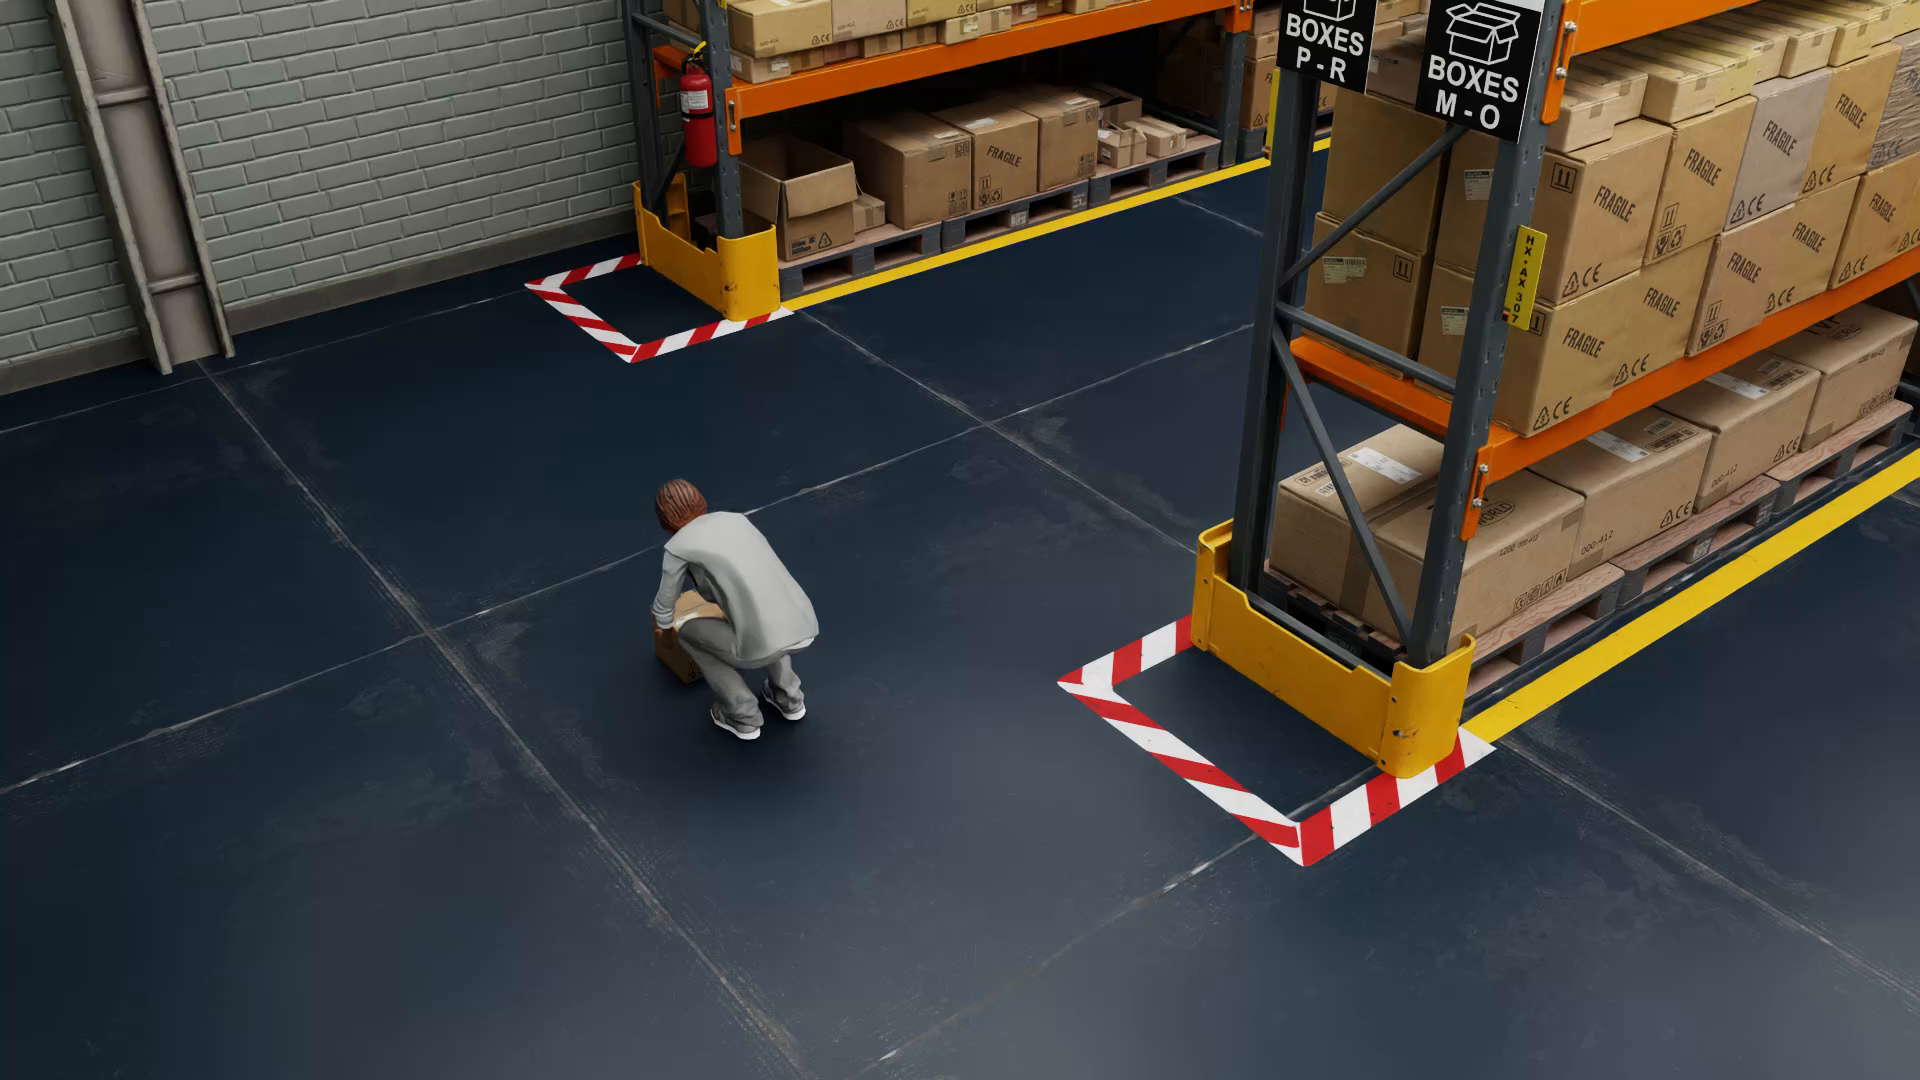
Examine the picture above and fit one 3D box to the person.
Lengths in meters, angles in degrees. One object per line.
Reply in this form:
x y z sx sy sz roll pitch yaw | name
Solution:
-0.868 0.280 6.353 0.448 0.906 0.792 -23 39 -31 | person
